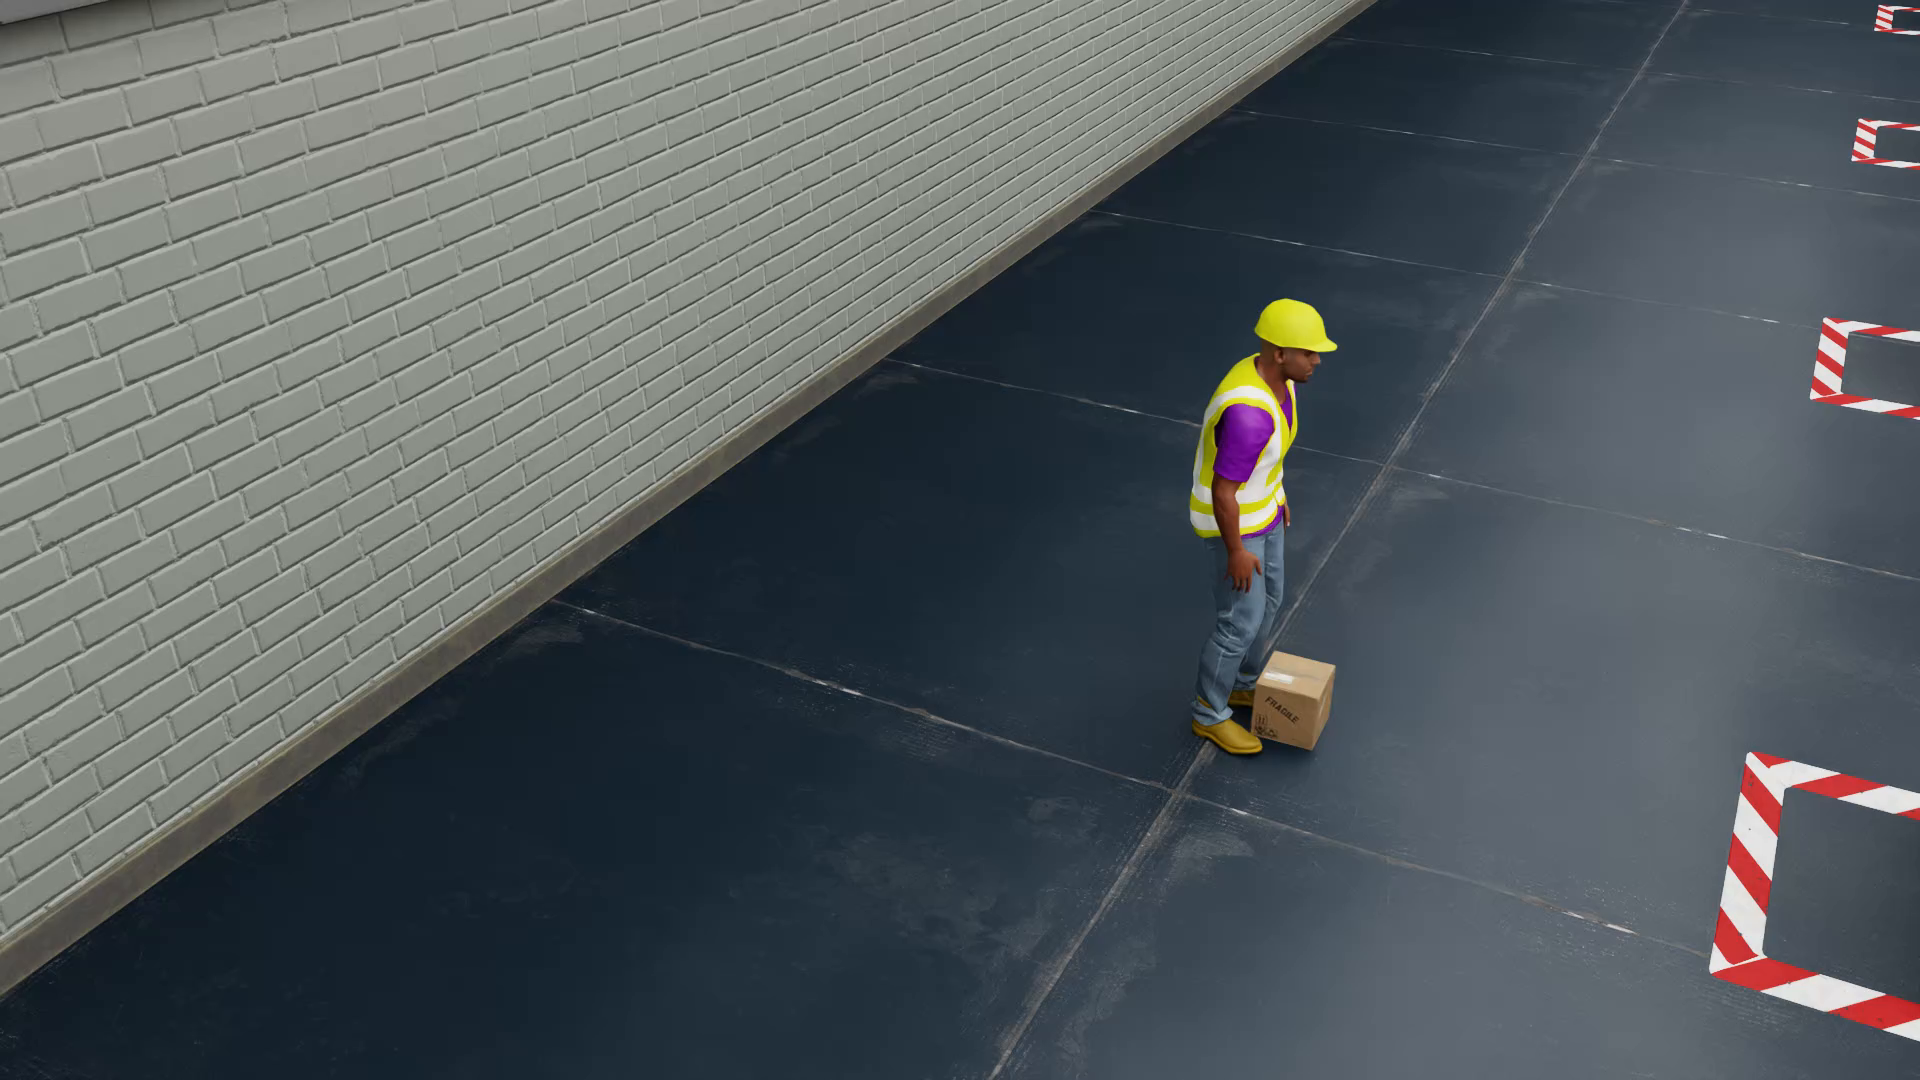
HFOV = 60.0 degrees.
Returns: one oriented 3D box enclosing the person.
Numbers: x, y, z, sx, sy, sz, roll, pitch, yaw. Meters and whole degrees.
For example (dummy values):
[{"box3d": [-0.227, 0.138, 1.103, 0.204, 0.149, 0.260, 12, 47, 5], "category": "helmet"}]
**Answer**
[{"box3d": [1.098, -0.072, 6.236, 0.457, 1.760, 0.613, 13, 32, 22], "category": "person"}]
